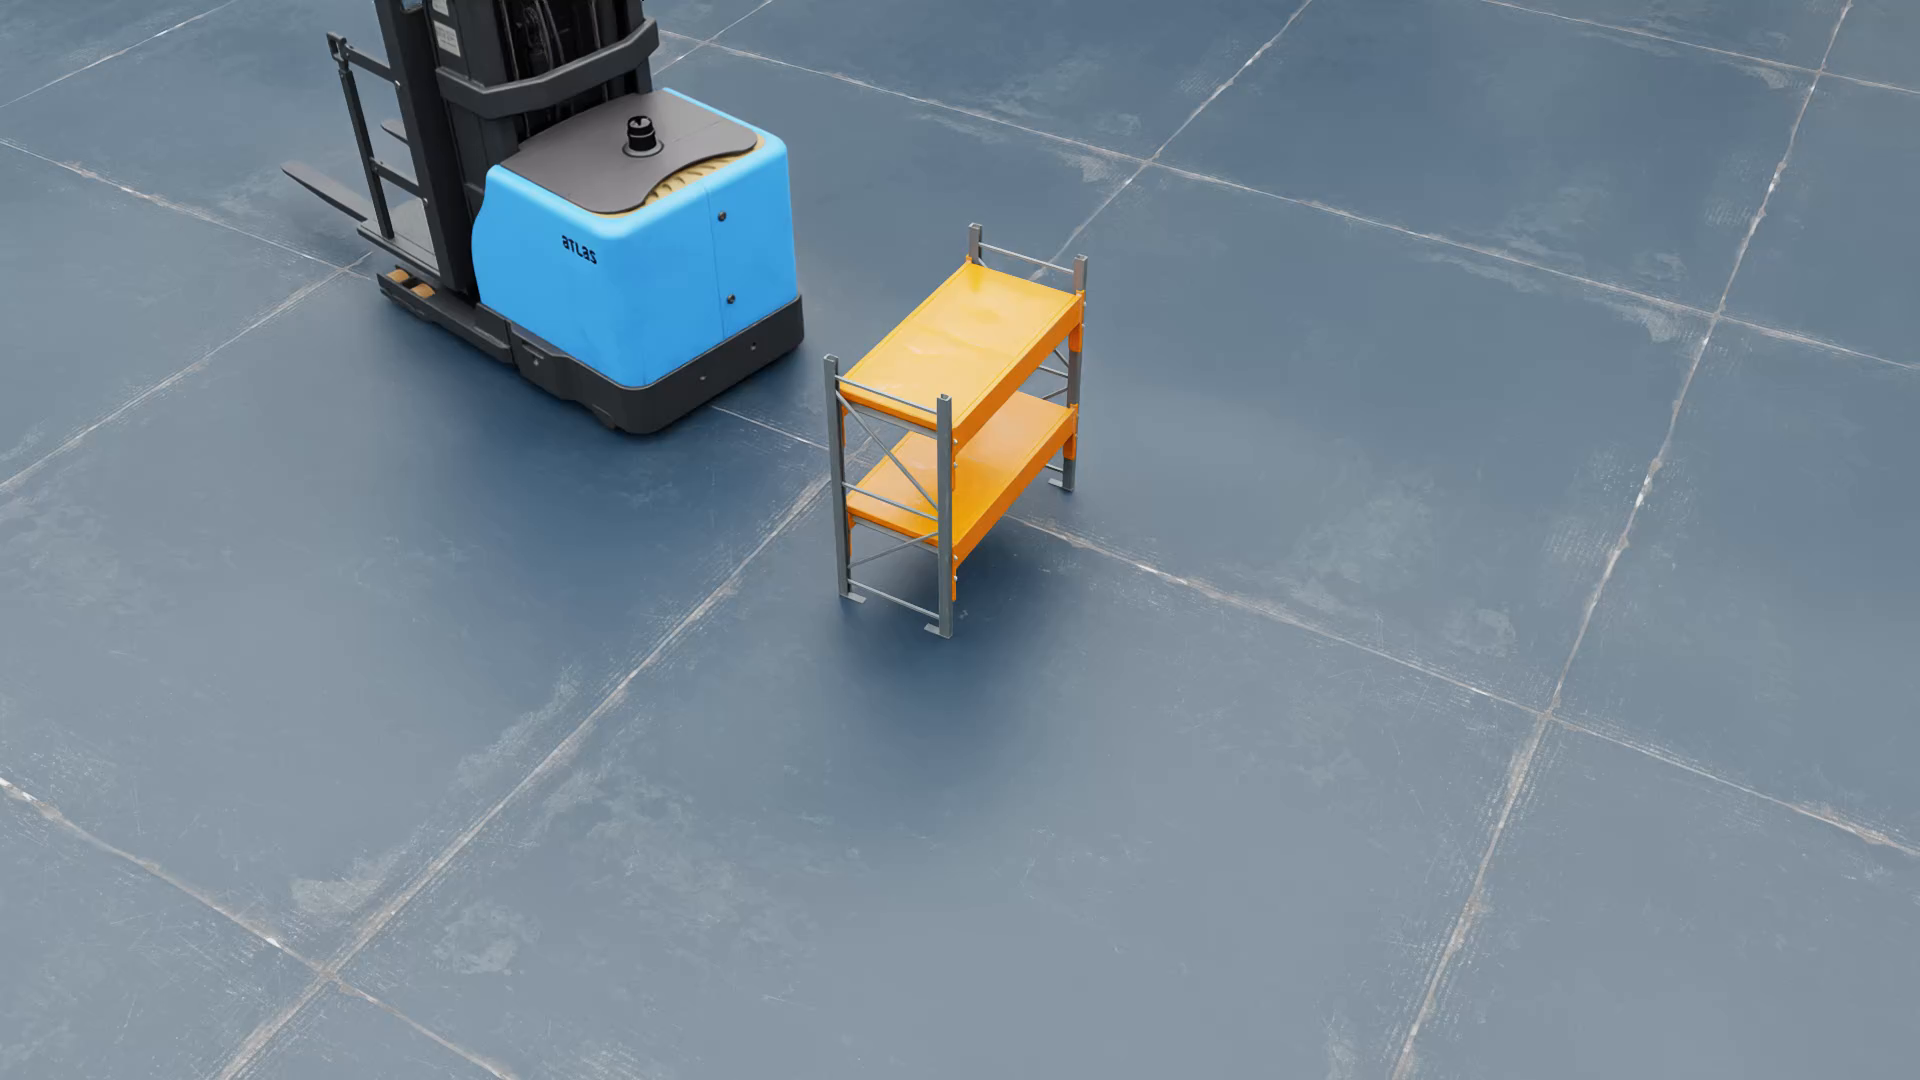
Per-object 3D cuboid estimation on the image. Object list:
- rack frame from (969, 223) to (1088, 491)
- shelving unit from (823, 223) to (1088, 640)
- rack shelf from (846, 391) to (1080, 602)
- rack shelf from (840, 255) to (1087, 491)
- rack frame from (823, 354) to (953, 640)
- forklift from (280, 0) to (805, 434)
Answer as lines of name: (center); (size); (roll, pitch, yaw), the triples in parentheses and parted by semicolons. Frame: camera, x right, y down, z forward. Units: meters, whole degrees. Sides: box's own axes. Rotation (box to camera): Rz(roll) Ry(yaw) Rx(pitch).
rack frame: (0.258, -0.717, 6.713); (0.500, 1.125, 0.032); (21, 45, 22)
shelving unit: (0.003, -0.426, 6.383); (0.538, 1.125, 1.048); (21, 45, 22)
rack shelf: (0.003, -0.243, 6.544); (0.538, 0.278, 1.000); (21, 45, 22)
rack shelf: (0.003, -0.646, 6.189); (0.538, 0.278, 1.000); (21, 45, 22)
rack frame: (-0.251, -0.135, 6.052); (0.500, 1.125, 0.032); (21, 45, 22)
forklift: (-2.165, -2.389, 7.245); (3.031, 2.935, 1.130); (30, 49, 29)
